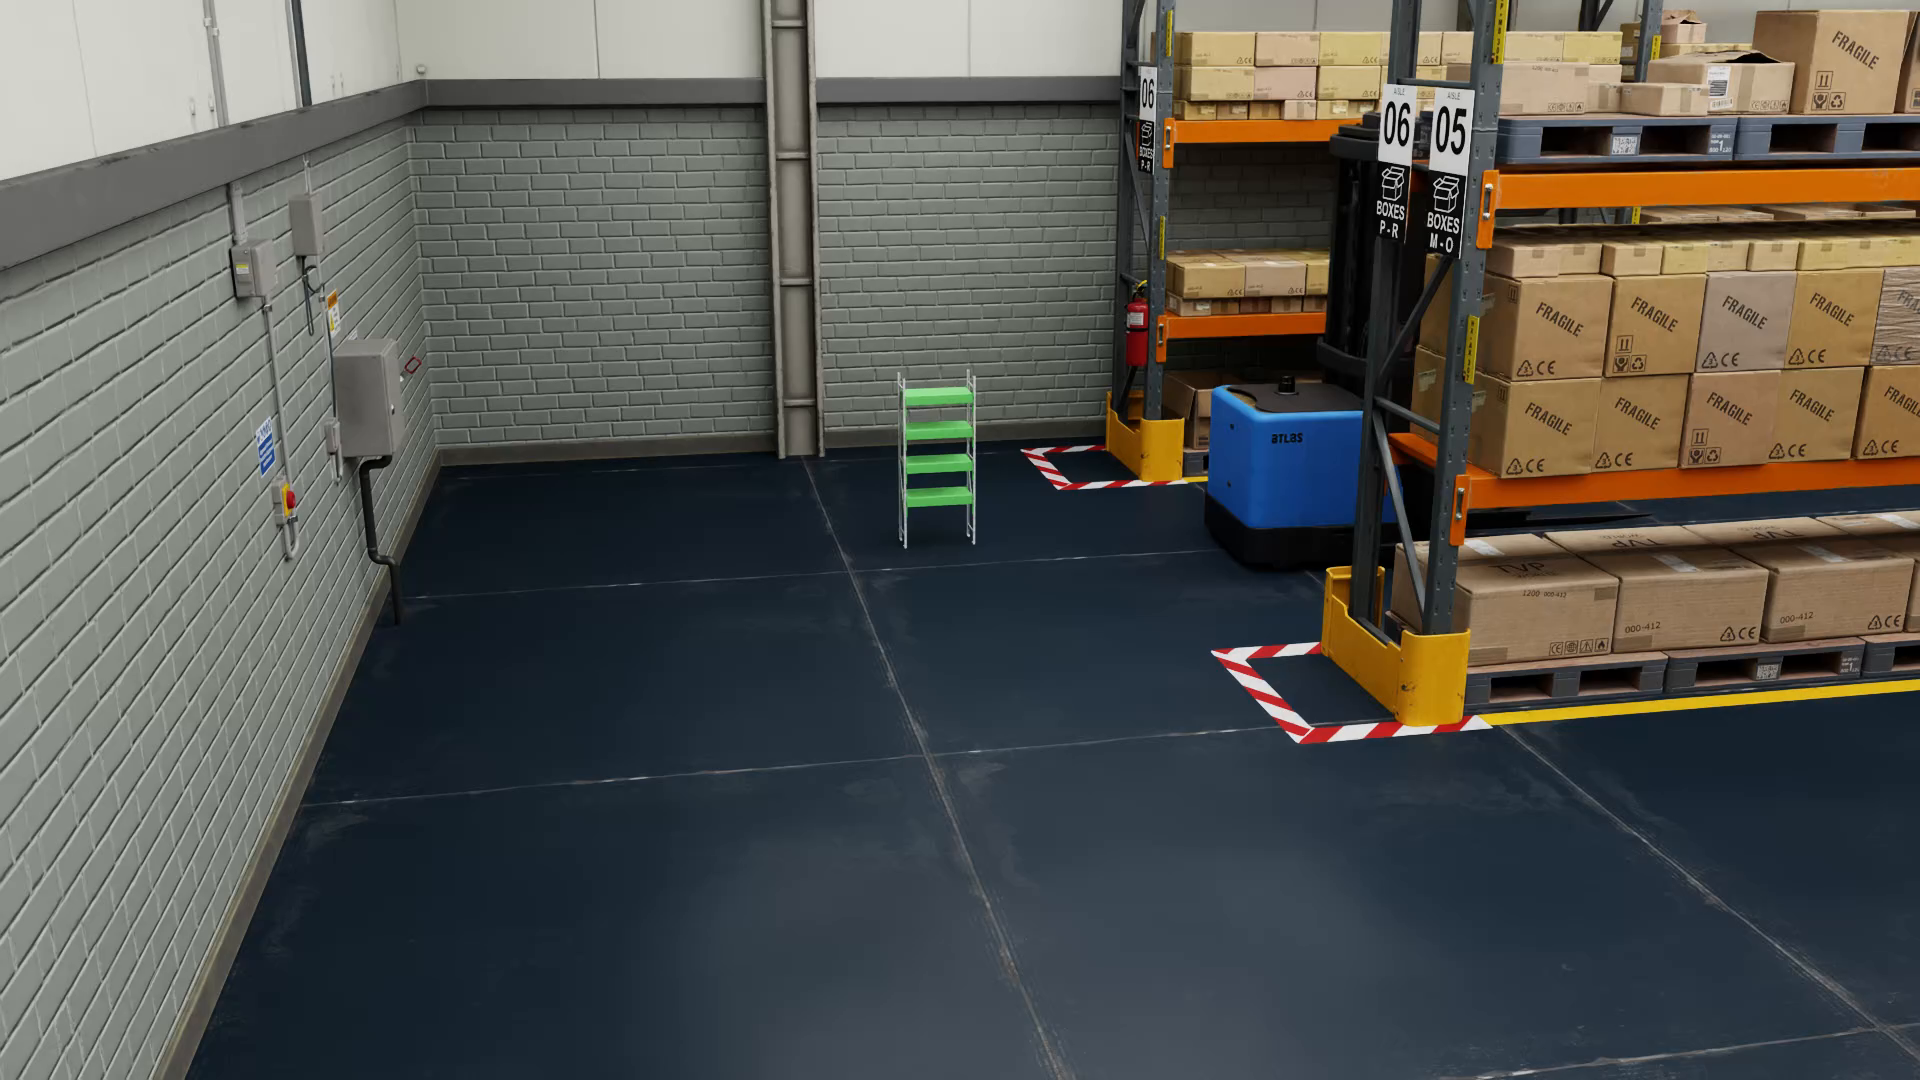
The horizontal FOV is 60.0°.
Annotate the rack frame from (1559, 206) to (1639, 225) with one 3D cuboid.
[{"bbox_3d":[5.377,-2.291,14.162,0.127,3.000,1.000,-3,17,-10],"label":"rack frame"}]

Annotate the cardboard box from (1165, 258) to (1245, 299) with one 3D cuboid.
[{"bbox_3d":[1.946,-2.086,13.245,0.500,0.250,0.500,-3,17,-10],"label":"cardboard box"}]

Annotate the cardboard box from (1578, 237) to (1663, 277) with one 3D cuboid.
[{"bbox_3d":[3.317,-1.430,8.380,0.250,0.149,0.380,-3,17,-9],"label":"cardboard box"}]

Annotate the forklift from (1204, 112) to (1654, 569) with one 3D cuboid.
[{"bbox_3d":[3.317,-1.395,11.363,3.031,2.935,1.130,-3,17,-9],"label":"forklift"}]

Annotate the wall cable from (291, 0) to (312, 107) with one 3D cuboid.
[{"bbox_3d":[-3.768,-4.147,9.924,0.133,3.039,2.988,-3,17,-10],"label":"wall cable"}]

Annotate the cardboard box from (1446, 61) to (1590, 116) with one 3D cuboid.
[{"bbox_3d":[2.819,-2.299,8.450,0.500,0.250,0.500,-5,18,-16],"label":"cardboard box"}]

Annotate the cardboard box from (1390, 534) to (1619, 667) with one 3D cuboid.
[{"bbox_3d":[3.024,0.321,9.307,0.875,0.438,0.875,-4,17,-12],"label":"cardboard box"}]

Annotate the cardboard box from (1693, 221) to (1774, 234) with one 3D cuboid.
[{"bbox_3d":[4.213,-1.647,9.088,0.250,0.149,0.380,-3,17,-9],"label":"cardboard box"}]

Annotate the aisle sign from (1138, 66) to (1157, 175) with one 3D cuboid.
[{"bbox_3d":[1.438,-3.223,12.767,0.004,0.787,0.394,-3,17,-10],"label":"aisle sign"}]

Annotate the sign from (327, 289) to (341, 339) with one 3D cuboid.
[{"bbox_3d":[-3.585,-1.298,9.522,0.001,0.242,0.339,-3,17,-10],"label":"sign"}]

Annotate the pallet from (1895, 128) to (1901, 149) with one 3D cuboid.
[{"bbox_3d":[5.517,-2.209,8.938,1.213,0.211,1.003,-3,17,-10],"label":"pallet"}]

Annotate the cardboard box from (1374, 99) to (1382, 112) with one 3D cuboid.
[{"bbox_3d":[3.330,-3.390,13.060,0.250,0.149,0.380,-3,17,-10],"label":"cardboard box"}]

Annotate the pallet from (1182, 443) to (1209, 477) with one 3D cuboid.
[{"bbox_3d":[2.307,-0.784,14.006,1.213,0.211,1.003,-3,17,-10],"label":"pallet"}]

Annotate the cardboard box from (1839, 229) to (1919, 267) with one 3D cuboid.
[{"bbox_3d":[4.813,-1.534,8.720,0.250,0.149,0.380,-4,17,-12],"label":"cardboard box"}]

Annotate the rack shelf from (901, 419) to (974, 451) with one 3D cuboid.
[{"bbox_3d":[-0.163,-0.733,11.554,0.480,0.148,0.258,-3,17,-10],"label":"rack shelf"}]

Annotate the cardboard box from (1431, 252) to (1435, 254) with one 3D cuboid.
[{"bbox_3d":[3.942,-2.207,13.636,0.500,0.250,0.500,-3,17,-11],"label":"cardboard box"}]

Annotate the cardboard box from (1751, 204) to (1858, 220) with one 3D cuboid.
[{"bbox_3d":[7.173,-2.575,14.200,0.500,0.500,0.700,-3,17,-11],"label":"cardboard box"}]

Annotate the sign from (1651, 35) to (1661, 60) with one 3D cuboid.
[{"bbox_3d":[5.487,-3.816,13.138,0.005,0.325,0.100,-3,17,-10],"label":"sign"}]

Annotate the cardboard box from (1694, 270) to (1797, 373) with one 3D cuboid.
[{"bbox_3d":[3.930,-1.170,8.638,0.500,0.500,0.500,-3,17,-11],"label":"cardboard box"}]

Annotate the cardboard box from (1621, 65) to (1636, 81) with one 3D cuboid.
[{"bbox_3d":[5.661,-3.890,13.802,0.250,0.149,0.380,-3,17,-11],"label":"cardboard box"}]

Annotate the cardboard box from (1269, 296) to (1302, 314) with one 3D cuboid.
[{"bbox_3d":[2.576,-1.936,13.434,0.250,0.149,0.380,-3,17,-9],"label":"cardboard box"}]

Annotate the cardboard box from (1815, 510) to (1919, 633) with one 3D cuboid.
[{"bbox_3d":[5.685,0.168,9.806,0.875,0.438,0.875,-3,17,-11],"label":"cardboard box"}]

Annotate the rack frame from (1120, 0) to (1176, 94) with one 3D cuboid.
[{"bbox_3d":[1.449,-4.936,12.556,0.127,3.000,1.000,-3,17,-10],"label":"rack frame"}]

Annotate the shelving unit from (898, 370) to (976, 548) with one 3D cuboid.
[{"bbox_3d":[-0.163,-0.564,11.606,0.503,1.200,0.258,-3,17,-10],"label":"shelving unit"}]

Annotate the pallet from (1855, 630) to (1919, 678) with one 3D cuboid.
[{"bbox_3d":[5.561,0.492,9.849,1.213,0.211,1.003,-3,17,-10],"label":"pallet"}]

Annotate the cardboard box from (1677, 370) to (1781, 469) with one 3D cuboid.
[{"bbox_3d":[3.915,-0.689,8.775,0.500,0.500,0.500,-3,17,-11],"label":"cardboard box"}]

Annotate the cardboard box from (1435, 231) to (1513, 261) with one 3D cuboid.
[{"bbox_3d":[2.709,-1.551,8.775,0.250,0.149,0.380,-3,17,-10],"label":"cardboard box"}]

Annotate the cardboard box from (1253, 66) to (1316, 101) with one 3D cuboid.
[{"bbox_3d":[2.432,-3.553,12.910,0.500,0.250,0.500,-3,17,-9],"label":"cardboard box"}]

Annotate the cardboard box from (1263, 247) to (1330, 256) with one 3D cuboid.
[{"bbox_3d":[2.844,-2.295,13.925,0.500,0.250,0.500,-3,17,-9],"label":"cardboard box"}]

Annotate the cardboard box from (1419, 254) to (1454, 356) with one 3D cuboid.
[{"bbox_3d":[2.823,-1.259,8.928,0.500,0.500,0.500,-3,17,-9],"label":"cardboard box"}]

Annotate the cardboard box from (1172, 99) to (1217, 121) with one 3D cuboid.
[{"bbox_3d":[1.806,-3.333,12.873,0.250,0.149,0.380,-3,17,-9],"label":"cardboard box"}]

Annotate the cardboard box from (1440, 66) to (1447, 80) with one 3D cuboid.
[{"bbox_3d":[3.937,-3.639,13.191,0.500,0.250,0.500,-3,17,-9],"label":"cardboard box"}]

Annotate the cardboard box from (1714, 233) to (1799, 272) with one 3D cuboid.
[{"bbox_3d":[4.072,-1.481,8.548,0.250,0.149,0.380,-3,17,-10],"label":"cardboard box"}]

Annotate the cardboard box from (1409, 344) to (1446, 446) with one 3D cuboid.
[{"bbox_3d":[2.818,-0.789,9.100,0.500,0.500,0.500,-3,17,-10],"label":"cardboard box"}]

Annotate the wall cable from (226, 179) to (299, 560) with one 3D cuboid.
[{"bbox_3d":[-3.137,-0.817,7.580,0.123,1.953,0.585,-3,17,-10],"label":"wall cable"}]

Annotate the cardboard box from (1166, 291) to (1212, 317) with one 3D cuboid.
[{"bbox_3d":[1.824,-1.887,13.276,0.250,0.149,0.380,-3,17,-11],"label":"cardboard box"}]

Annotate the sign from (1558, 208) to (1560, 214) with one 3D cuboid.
[{"bbox_3d":[5.268,-3.004,14.512,0.005,0.325,0.100,-3,17,-10],"label":"sign"}]

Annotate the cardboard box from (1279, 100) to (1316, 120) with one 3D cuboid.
[{"bbox_3d":[2.578,-3.349,12.924,0.250,0.149,0.380,-3,17,-9],"label":"cardboard box"}]

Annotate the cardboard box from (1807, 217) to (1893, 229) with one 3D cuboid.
[{"bbox_3d":[4.949,-1.706,9.278,0.250,0.149,0.380,-4,17,-12],"label":"cardboard box"}]

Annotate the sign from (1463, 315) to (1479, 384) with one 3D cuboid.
[{"bbox_3d":[2.494,-0.929,8.118,0.005,0.325,0.100,-3,17,-10],"label":"sign"}]

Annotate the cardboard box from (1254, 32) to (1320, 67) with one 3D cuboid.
[{"bbox_3d":[2.436,-3.787,12.821,0.500,0.250,0.500,-3,17,-11],"label":"cardboard box"}]

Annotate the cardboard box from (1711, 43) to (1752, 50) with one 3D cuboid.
[{"bbox_3d":[6.259,-3.923,13.403,0.250,0.149,0.380,-4,17,-11],"label":"cardboard box"}]

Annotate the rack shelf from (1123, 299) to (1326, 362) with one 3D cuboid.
[{"bbox_3d":[3.413,-1.836,13.905,4.000,0.370,1.077,-3,17,-10],"label":"rack shelf"}]

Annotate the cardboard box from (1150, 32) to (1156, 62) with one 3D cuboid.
[{"bbox_3d":[1.833,-3.917,13.244,0.500,0.250,0.500,-4,17,-12],"label":"cardboard box"}]

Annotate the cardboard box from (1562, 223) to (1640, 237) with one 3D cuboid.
[{"bbox_3d":[3.446,-1.613,8.976,0.250,0.149,0.380,-3,17,-9],"label":"cardboard box"}]

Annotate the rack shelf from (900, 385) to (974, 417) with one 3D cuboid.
[{"bbox_3d":[-0.163,-0.962,11.483,0.480,0.148,0.258,-3,17,-10],"label":"rack shelf"}]

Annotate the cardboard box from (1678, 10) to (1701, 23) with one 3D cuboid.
[{"bbox_3d":[5.917,-4.255,13.777,0.258,0.266,0.396,-3,17,-10],"label":"cardboard box"}]

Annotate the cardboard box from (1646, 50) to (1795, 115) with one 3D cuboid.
[{"bbox_3d":[3.874,-2.346,8.500,0.500,0.311,0.500,-3,17,-9],"label":"cardboard box"}]

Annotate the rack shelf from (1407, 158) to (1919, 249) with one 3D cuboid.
[{"bbox_3d":[4.358,-1.839,8.807,4.000,0.370,1.077,-3,17,-10],"label":"rack shelf"}]

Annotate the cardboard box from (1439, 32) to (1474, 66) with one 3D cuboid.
[{"bbox_3d":[3.931,-3.880,13.125,0.500,0.250,0.500,-3,17,-9],"label":"cardboard box"}]
